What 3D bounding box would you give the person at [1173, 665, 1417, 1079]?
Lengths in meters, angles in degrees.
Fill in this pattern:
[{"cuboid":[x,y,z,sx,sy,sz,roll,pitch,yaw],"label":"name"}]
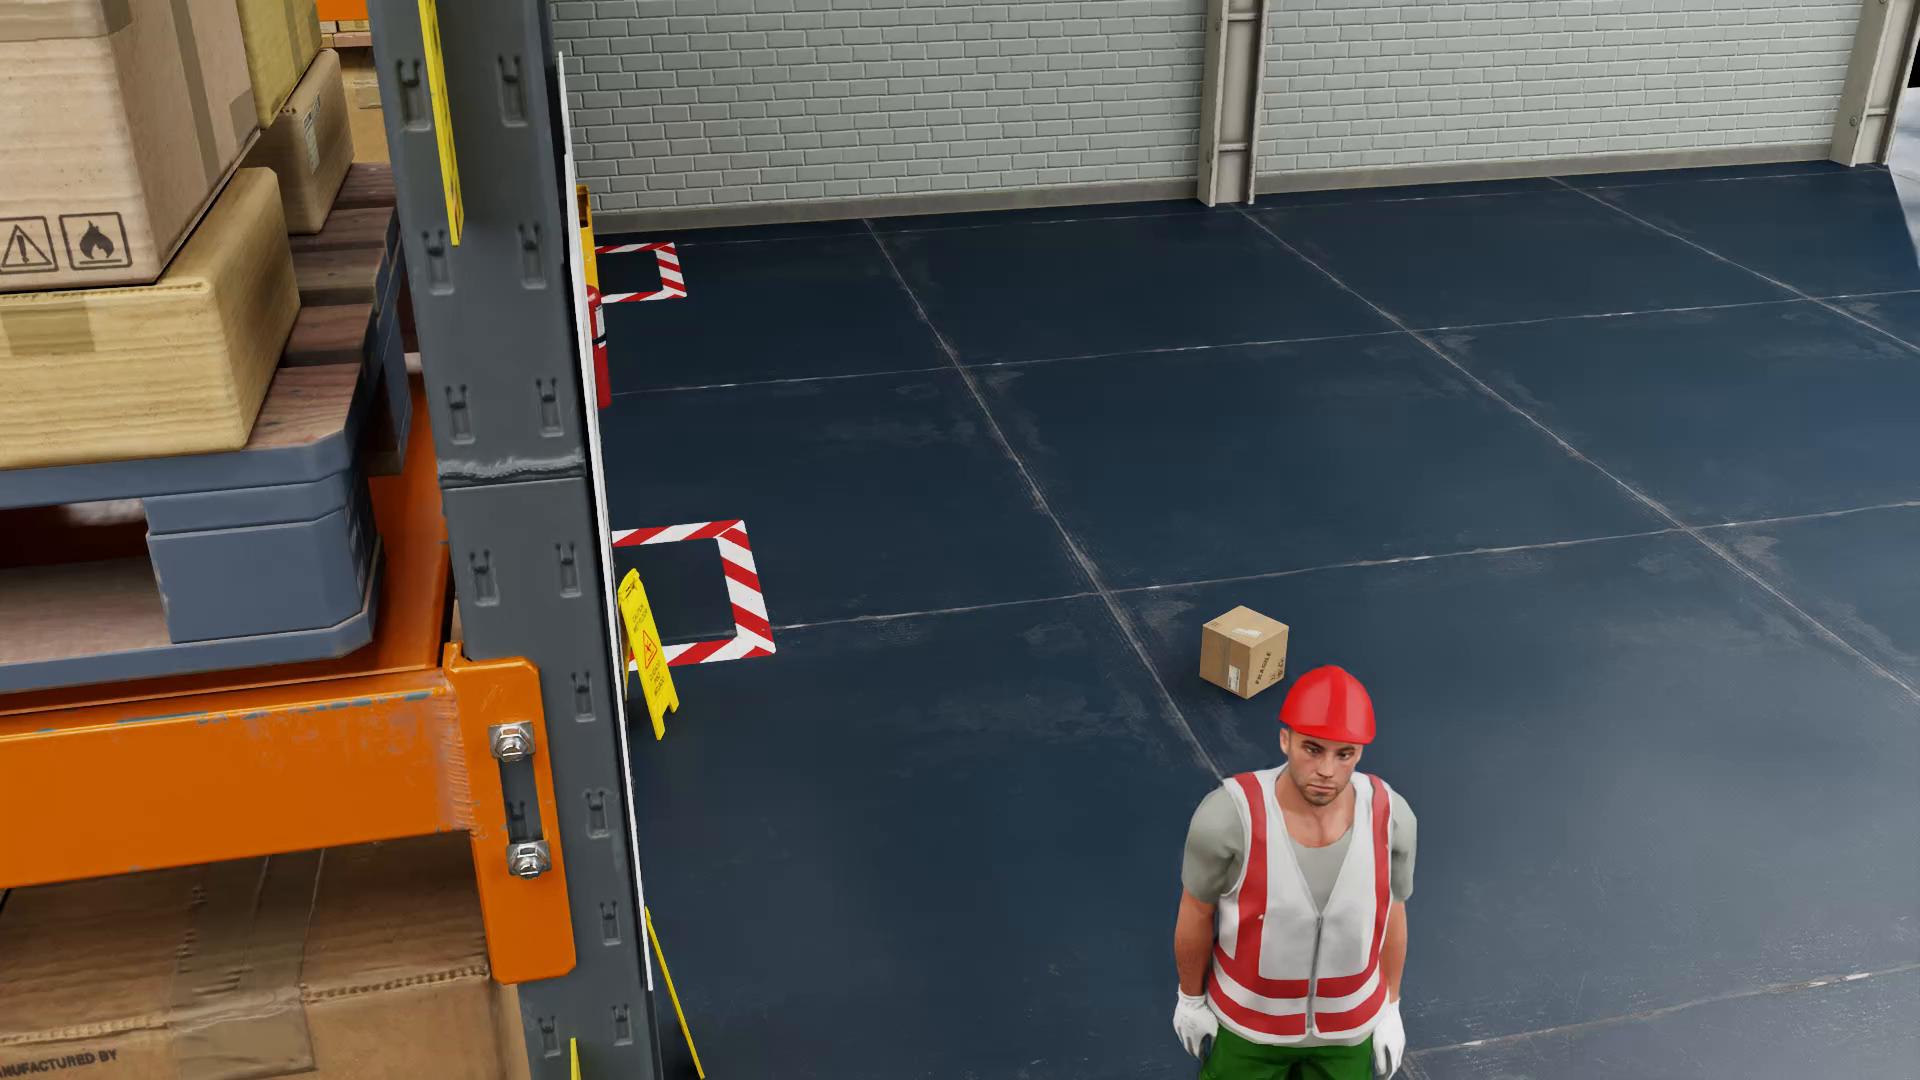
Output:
[{"cuboid":[0.763,1.079,3.872,0.542,1.782,0.550,-2,27,-3],"label":"person"}]
